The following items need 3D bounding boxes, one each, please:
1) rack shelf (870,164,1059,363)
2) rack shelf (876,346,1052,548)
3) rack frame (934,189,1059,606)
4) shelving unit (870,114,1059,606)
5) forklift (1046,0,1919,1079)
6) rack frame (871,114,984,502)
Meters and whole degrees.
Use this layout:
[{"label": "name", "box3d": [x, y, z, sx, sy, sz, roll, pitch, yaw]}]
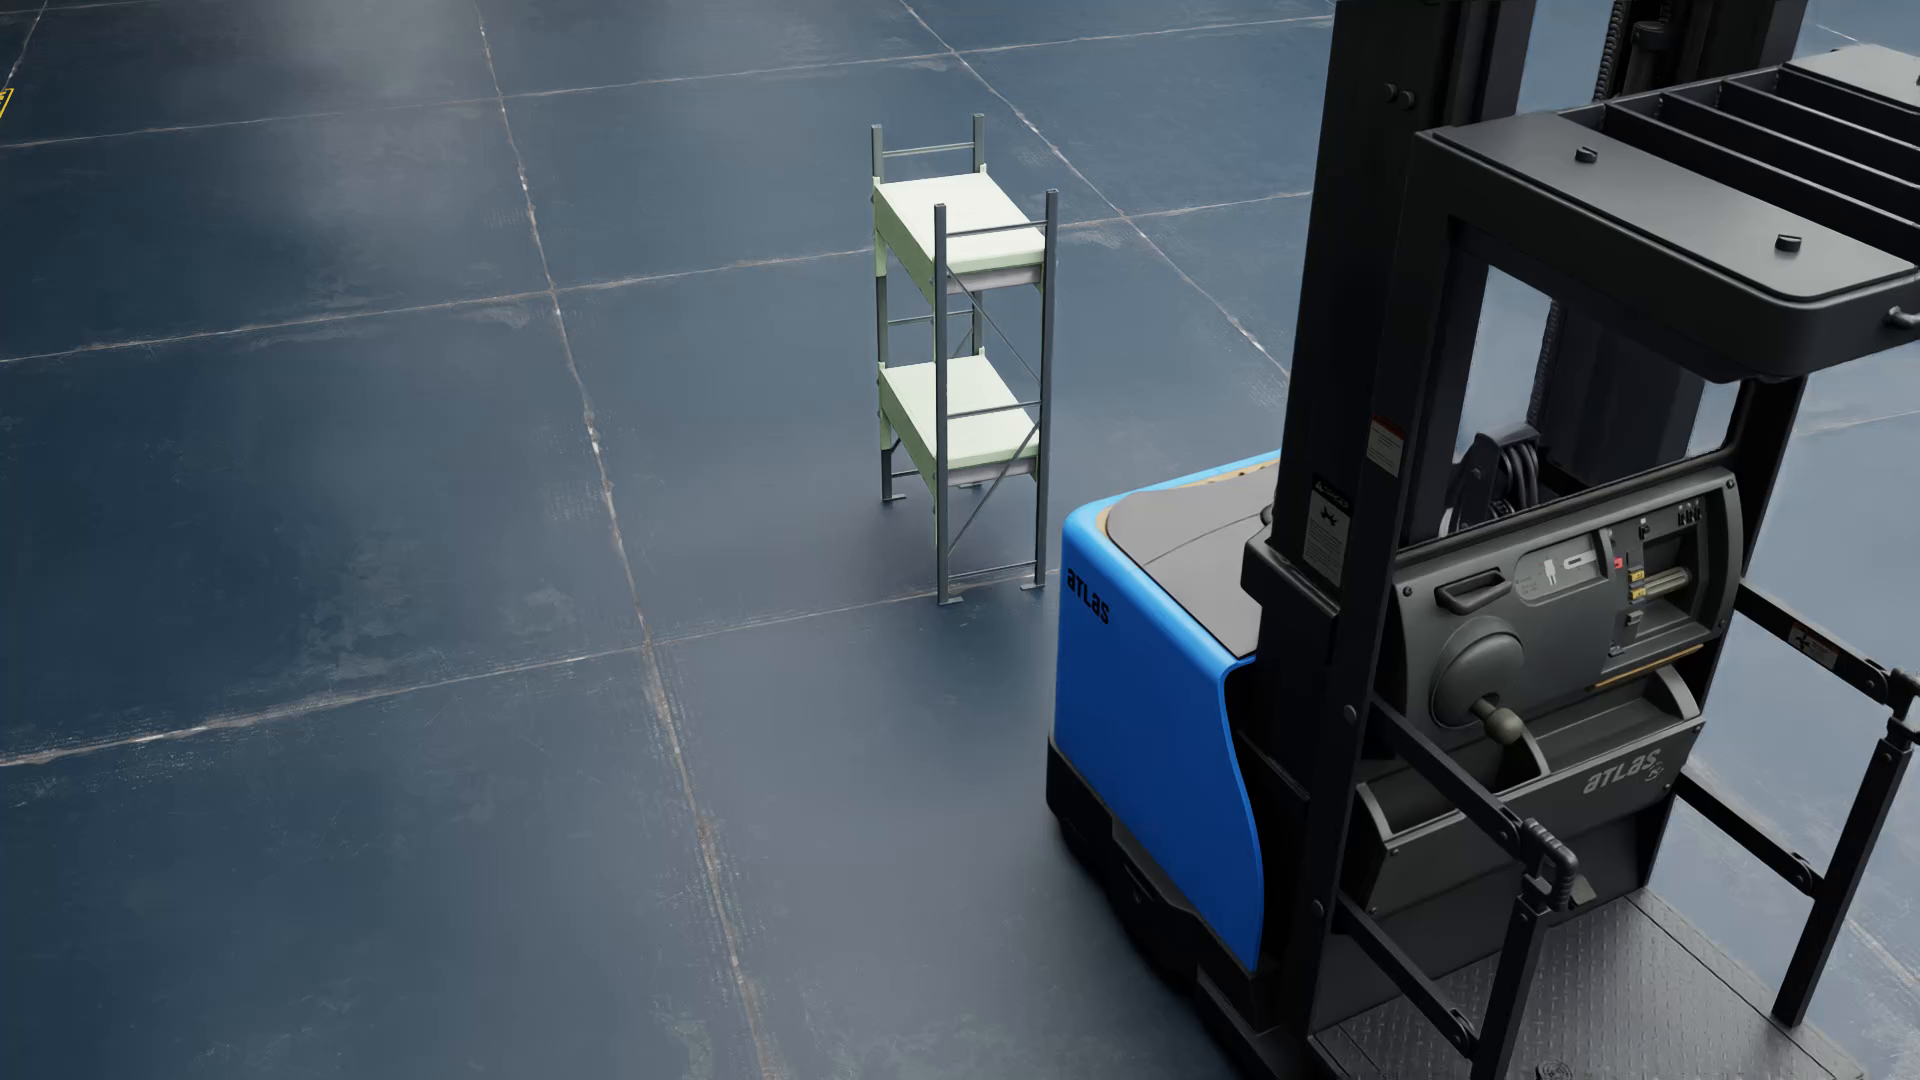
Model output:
[{"label": "rack shelf", "box3d": [0.002, -0.948, 5.616, 0.431, 0.370, 0.720, -10, 35, -15]}, {"label": "rack shelf", "box3d": [0.002, -0.350, 6.011, 0.431, 0.370, 0.720, -10, 35, -15]}, {"label": "rack frame", "box3d": [0.114, -0.430, 5.540, 0.400, 1.500, 0.023, -10, 35, -15]}, {"label": "shelving unit", "box3d": [0.002, -0.622, 5.831, 0.431, 1.500, 0.755, -10, 35, -15]}, {"label": "forklift", "box3d": [1.375, 0.193, 3.299, 1.130, 2.935, 3.031, -16, 37, -22]}, {"label": "rack frame", "box3d": [-0.110, -0.814, 6.122, 0.400, 1.500, 0.023, -10, 35, -15]}]
